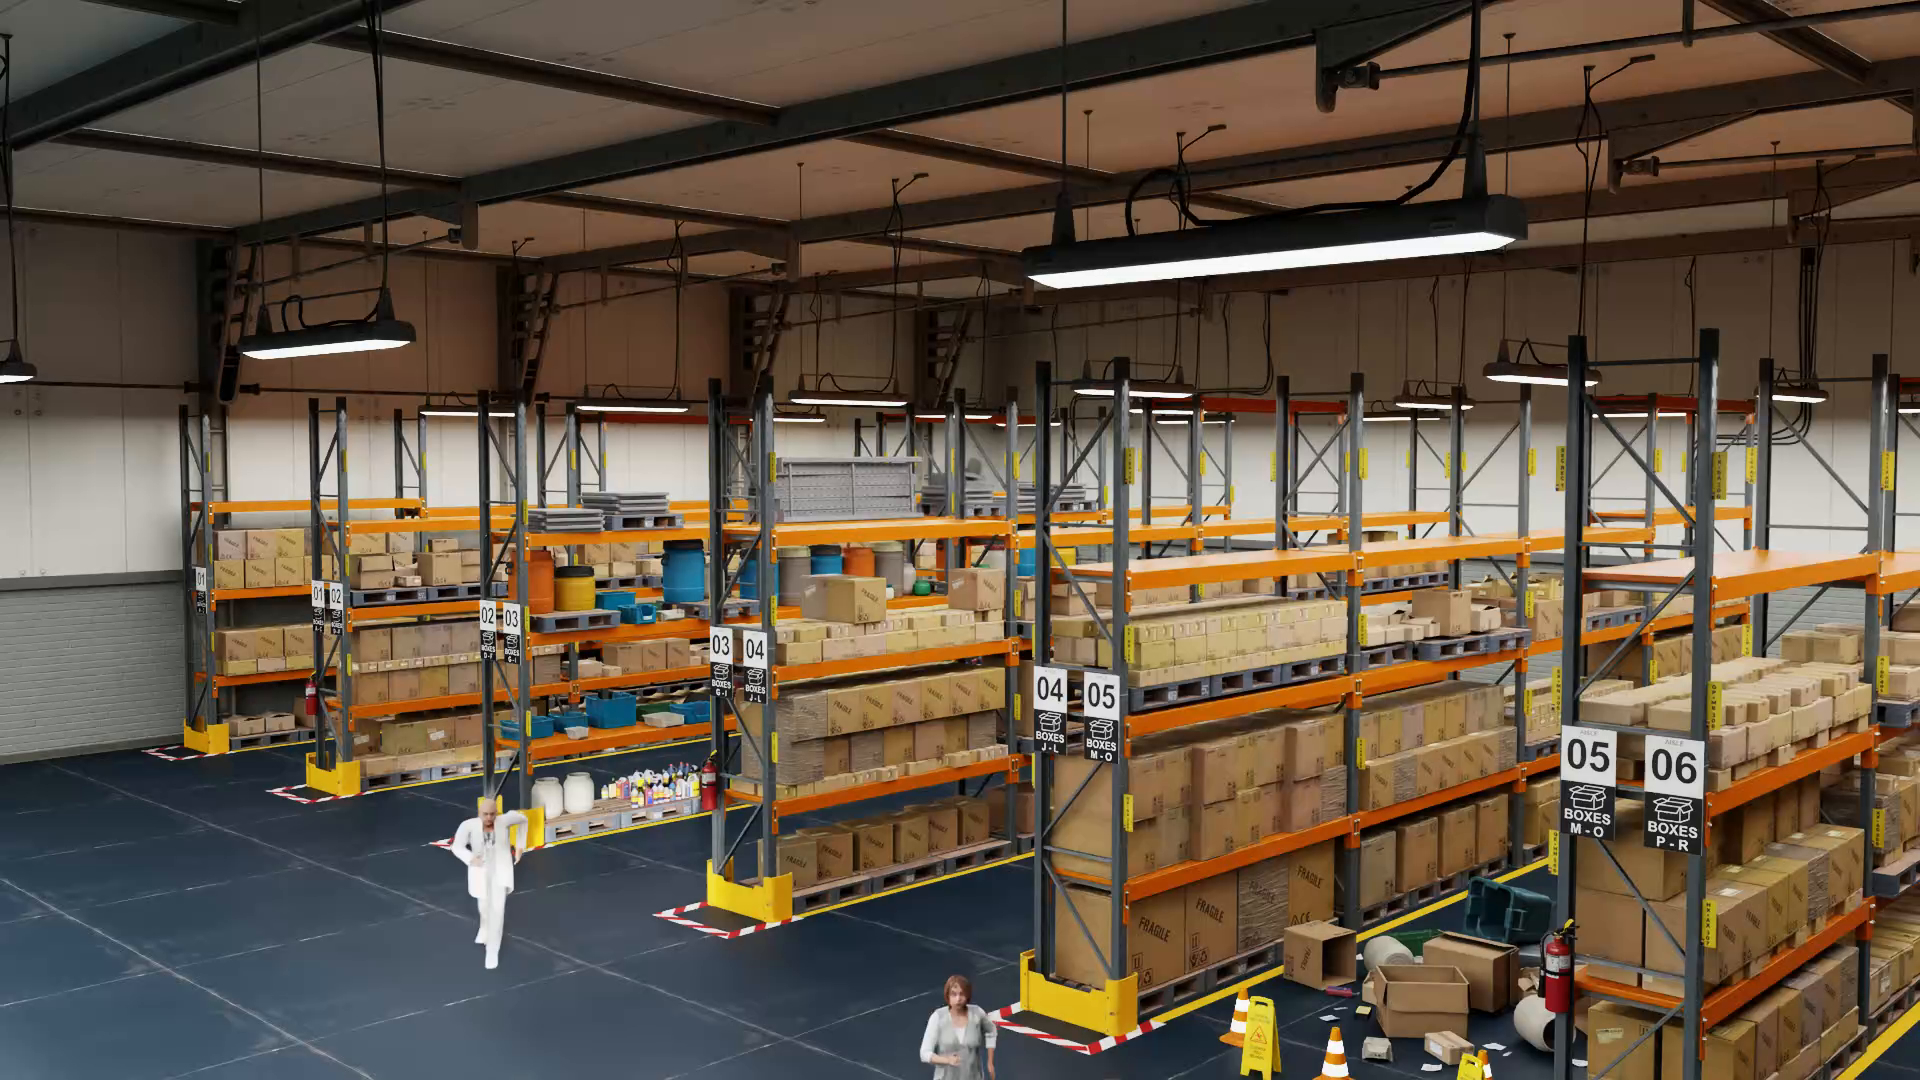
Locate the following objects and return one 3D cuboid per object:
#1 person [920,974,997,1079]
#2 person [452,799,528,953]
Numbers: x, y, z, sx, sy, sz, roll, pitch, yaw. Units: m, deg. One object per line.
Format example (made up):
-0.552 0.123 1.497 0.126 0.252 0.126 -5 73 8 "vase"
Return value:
-0.006 3.754 11.333 0.528 1.624 0.845 0 3 0 "person"
-4.811 3.354 17.039 0.755 1.555 1.017 -1 3 -17 "person"
